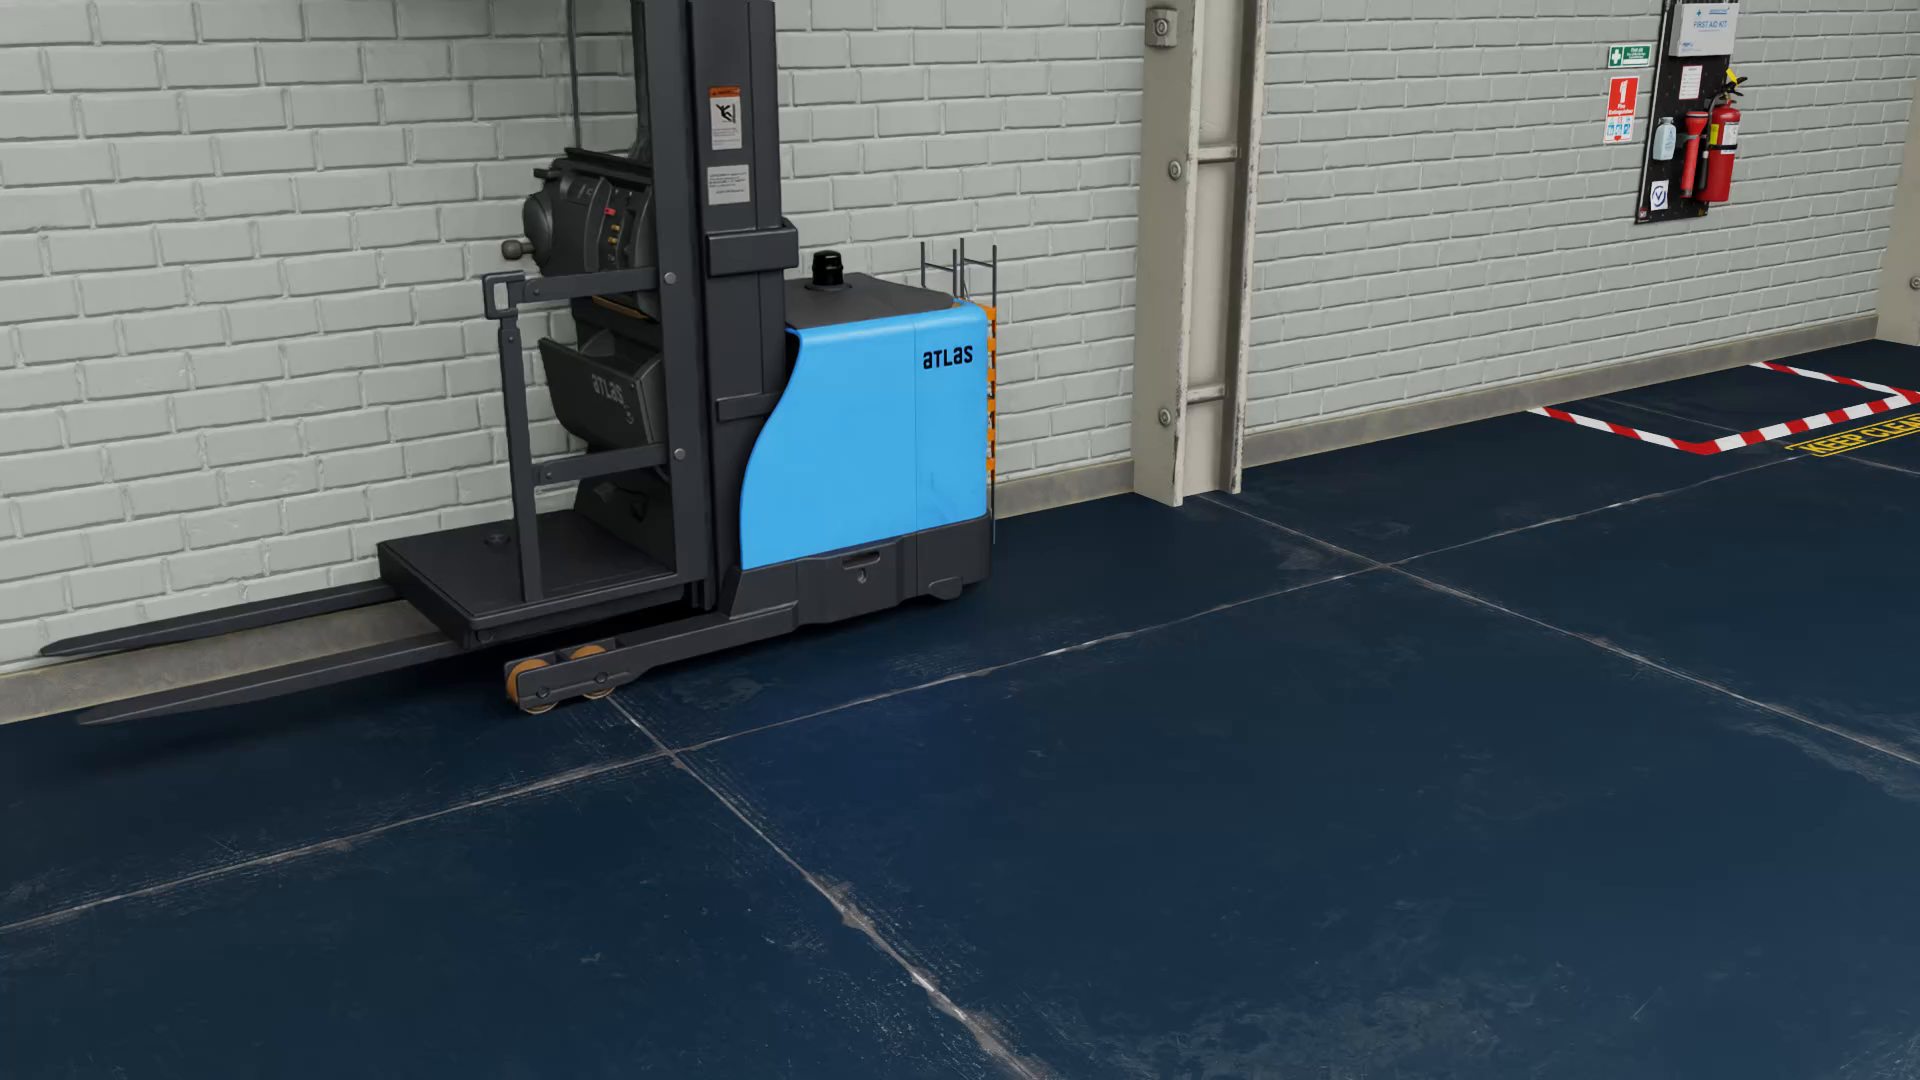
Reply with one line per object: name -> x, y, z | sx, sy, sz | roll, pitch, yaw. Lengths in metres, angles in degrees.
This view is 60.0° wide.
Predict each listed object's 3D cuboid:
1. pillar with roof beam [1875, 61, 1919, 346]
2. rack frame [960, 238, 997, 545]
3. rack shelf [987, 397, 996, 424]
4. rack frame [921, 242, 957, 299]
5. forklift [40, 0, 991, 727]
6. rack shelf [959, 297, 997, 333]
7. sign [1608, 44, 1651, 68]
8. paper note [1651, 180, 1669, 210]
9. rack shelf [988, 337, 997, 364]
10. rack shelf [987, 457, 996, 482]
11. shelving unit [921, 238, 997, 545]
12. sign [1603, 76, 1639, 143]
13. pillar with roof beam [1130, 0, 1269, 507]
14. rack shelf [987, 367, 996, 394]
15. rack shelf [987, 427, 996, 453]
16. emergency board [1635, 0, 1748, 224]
pillar with roof beam -> 8.379, -4.387, 5.671 | 0.400, 9.000, 9.100 | -12, 22, -31
rack frame -> 0.070, -0.580, 6.588 | 0.006, 1.200, 0.240 | -12, 22, -32
rack shelf -> -0.005, -0.522, 6.553 | 0.180, 0.103, 0.258 | -12, 22, -32
rack frame -> -0.081, -0.547, 6.490 | 0.006, 1.200, 0.240 | -12, 22, -32
forklift -> -1.380, -1.042, 5.249 | 3.031, 2.935, 1.130 | -13, 23, -34
rack shelf -> -0.005, -0.863, 6.438 | 0.180, 0.103, 0.258 | -12, 22, -32
sign -> 3.416, -2.468, 8.479 | 0.331, 0.109, 0.001 | -12, 22, -31
paper note -> 3.740, -1.842, 8.884 | 0.142, 0.148, 0.016 | -12, 22, -31
rack shelf -> -0.005, -0.749, 6.476 | 0.180, 0.103, 0.258 | -12, 22, -32
rack shelf -> -0.005, -0.294, 6.630 | 0.180, 0.103, 0.258 | -12, 22, -32
shelving unit -> -0.005, -0.564, 6.539 | 0.189, 1.200, 0.258 | -12, 22, -32
sign -> 3.407, -2.219, 8.568 | 0.234, 0.329, 0.001 | -12, 22, -31
pillar with roof beam -> 3.367, -3.330, 2.545 | 0.400, 9.000, 9.100 | -12, 22, -31
rack shelf -> -0.005, -0.635, 6.515 | 0.180, 0.103, 0.258 | -12, 22, -32
rack shelf -> -0.005, -0.408, 6.592 | 0.180, 0.103, 0.258 | -12, 22, -32
emergency board -> 3.926, -2.272, 8.781 | 0.643, 1.169, 0.194 | -12, 22, -31
